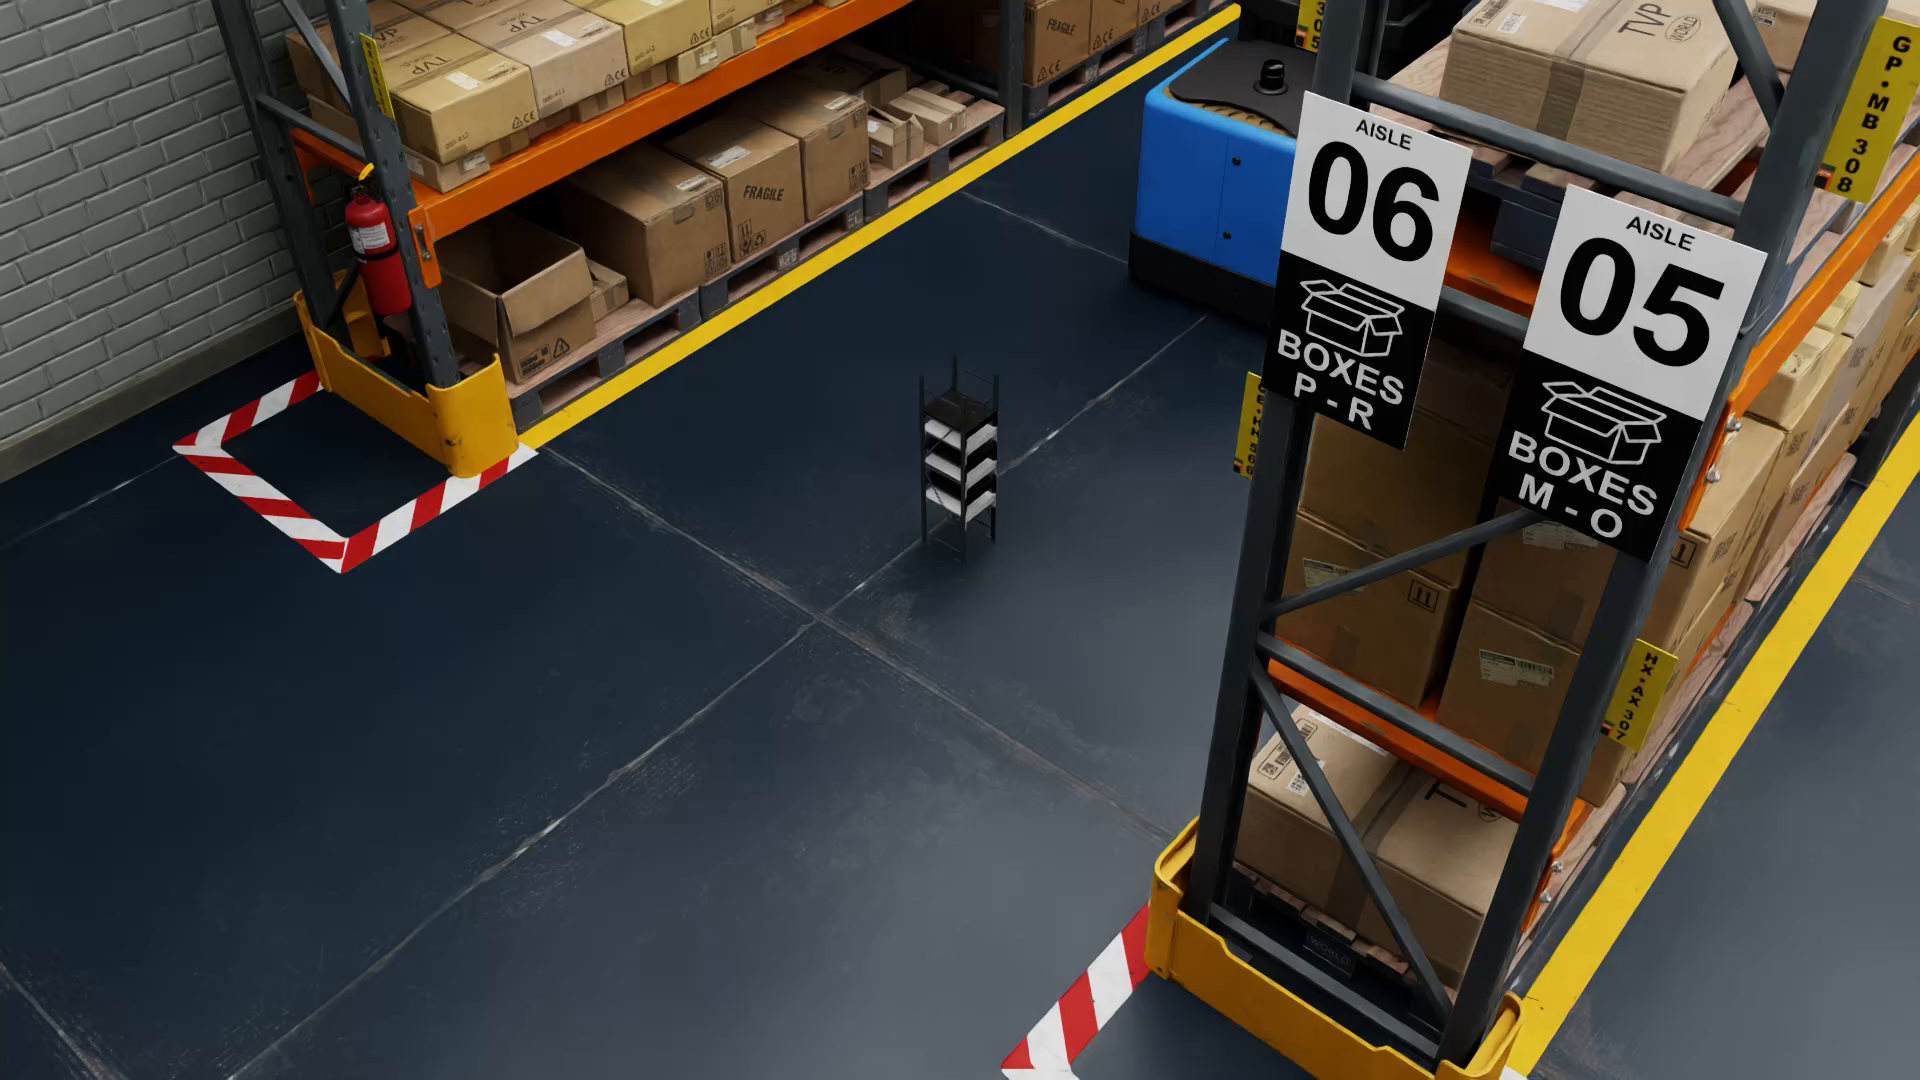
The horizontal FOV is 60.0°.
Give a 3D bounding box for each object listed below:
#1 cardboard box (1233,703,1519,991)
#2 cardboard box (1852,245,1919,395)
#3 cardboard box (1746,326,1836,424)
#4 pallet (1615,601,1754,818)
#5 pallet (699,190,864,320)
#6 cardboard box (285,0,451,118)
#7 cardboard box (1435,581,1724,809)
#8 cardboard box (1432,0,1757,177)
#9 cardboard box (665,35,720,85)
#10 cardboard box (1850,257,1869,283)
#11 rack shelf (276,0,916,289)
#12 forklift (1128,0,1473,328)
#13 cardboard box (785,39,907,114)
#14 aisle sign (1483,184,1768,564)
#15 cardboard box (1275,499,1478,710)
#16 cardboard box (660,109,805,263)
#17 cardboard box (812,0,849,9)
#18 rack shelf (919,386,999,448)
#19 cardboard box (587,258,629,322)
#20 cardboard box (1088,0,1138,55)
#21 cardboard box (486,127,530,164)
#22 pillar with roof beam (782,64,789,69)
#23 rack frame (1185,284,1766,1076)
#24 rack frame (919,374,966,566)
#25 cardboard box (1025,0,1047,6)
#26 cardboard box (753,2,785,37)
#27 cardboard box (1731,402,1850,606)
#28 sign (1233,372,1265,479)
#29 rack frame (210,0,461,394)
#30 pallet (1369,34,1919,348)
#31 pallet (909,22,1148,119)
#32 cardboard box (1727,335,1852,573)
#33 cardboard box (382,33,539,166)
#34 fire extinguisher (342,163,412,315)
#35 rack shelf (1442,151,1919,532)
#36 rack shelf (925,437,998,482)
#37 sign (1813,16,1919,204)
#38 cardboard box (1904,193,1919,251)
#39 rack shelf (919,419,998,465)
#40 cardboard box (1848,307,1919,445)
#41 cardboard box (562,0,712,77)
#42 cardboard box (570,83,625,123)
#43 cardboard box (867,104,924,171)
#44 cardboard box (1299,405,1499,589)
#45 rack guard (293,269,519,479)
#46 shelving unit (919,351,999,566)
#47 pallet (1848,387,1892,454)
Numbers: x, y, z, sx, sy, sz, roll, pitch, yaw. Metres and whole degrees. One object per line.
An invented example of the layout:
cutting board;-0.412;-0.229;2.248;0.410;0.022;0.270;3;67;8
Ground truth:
cardboard box;1.521;0.884;5.641;0.875;0.438;0.875;28;49;27
cardboard box;2.673;-0.851;5.139;0.500;0.500;0.500;30;50;29
cardboard box;1.983;-0.486;4.255;0.380;0.149;0.250;31;51;30
pallet;2.413;0.435;6.615;1.003;0.211;1.213;29;50;28
pallet;-1.282;-1.716;8.981;1.003;0.211;1.213;29;50;28
cardboard box;-2.535;-2.079;7.197;0.500;0.250;0.500;31;51;30
cardboard box;1.702;0.314;4.600;0.500;0.500;0.500;29;50;28
cardboard box;1.394;-1.043;3.663;0.500;0.250;0.500;25;48;25
cardboard box;-1.340;-2.272;7.706;0.380;0.149;0.250;28;49;27
cardboard box;2.267;-0.787;4.586;0.380;0.149;0.250;30;50;29
rack shelf;-1.341;-2.437;8.235;1.077;0.370;4.000;29;50;28
forklift;2.159;-3.048;8.423;1.130;2.935;3.031;26;49;26
cardboard box;-0.660;-2.655;9.627;0.500;0.311;0.500;31;51;30
aisle sign;1.349;-0.325;3.445;0.394;0.787;0.004;29;50;28
cardboard box;1.281;0.074;4.864;0.500;0.500;0.500;30;50;29
cardboard box;-1.165;-1.830;8.578;0.500;0.500;0.500;30;50;29
cardboard box;-0.698;-2.811;8.299;0.380;0.149;0.250;29;50;28
rack shelf;-0.005;-0.504;6.783;0.258;0.077;0.200;29;50;28
cardboard box;-1.859;-1.249;8.201;0.380;0.149;0.250;28;49;27
cardboard box;0.765;-3.393;10.298;0.500;0.500;0.500;29;50;28
cardboard box;-2.078;-1.781;7.166;0.380;0.149;0.250;31;51;29
pillar with roof beam;2.103;-4.120;5.092;9.100;9.000;0.400;29;50;28
rack frame;1.173;0.474;4.499;1.000;3.000;0.127;29;50;28
rack frame;-0.071;-0.276;6.885;0.240;0.900;0.006;29;50;28
cardboard box;0.380;-3.273;9.683;0.380;0.149;0.250;32;51;30
cardboard box;-1.073;-2.579;8.044;0.380;0.149;0.250;29;50;28
cardboard box;2.347;-0.212;5.179;0.500;0.500;0.500;29;50;28
sign;0.767;-0.284;4.296;0.100;0.325;0.005;29;50;28
rack frame;-2.628;-1.673;6.860;1.000;3.000;0.127;29;50;28
pallet;1.643;-0.989;3.945;1.003;0.211;1.213;29;50;28
pallet;0.440;-3.136;10.542;1.003;0.211;1.213;29;50;28
cardboard box;2.027;-0.326;4.561;0.500;0.500;0.500;28;49;27
cardboard box;-2.130;-1.844;6.939;0.500;0.250;0.500;30;50;29
fire extinguisher;-2.369;-1.230;6.708;0.296;0.674;0.183;29;50;28
rack shelf;2.460;-1.399;4.864;1.077;0.370;4.000;29;50;28
rack shelf;-0.005;-0.371;6.905;0.258;0.077;0.200;29;50;28
sign;1.594;-0.745;2.901;0.100;0.325;0.005;29;50;28
cardboard box;2.644;-1.016;4.838;0.380;0.149;0.250;28;49;28
rack shelf;-0.005;-0.437;6.844;0.258;0.077;0.200;29;50;28
cardboard box;3.005;-0.740;5.760;0.500;0.500;0.500;29;50;28
cardboard box;-1.482;-2.367;7.513;0.500;0.250;0.500;29;49;28
cardboard box;-1.726;-2.035;7.446;0.380;0.149;0.250;31;51;30
cardboard box;-0.418;-2.278;9.246;0.396;0.266;0.258;31;51;30
cardboard box;1.301;-0.284;4.515;0.500;0.500;0.500;31;51;30
rack guard;-2.579;-0.787;7.744;1.175;0.500;0.348;29;50;28
shelving unit;-0.005;-0.329;6.943;0.258;0.900;0.210;29;50;28
pallet;4.186;-0.984;8.175;1.003;0.211;1.213;29;50;28
